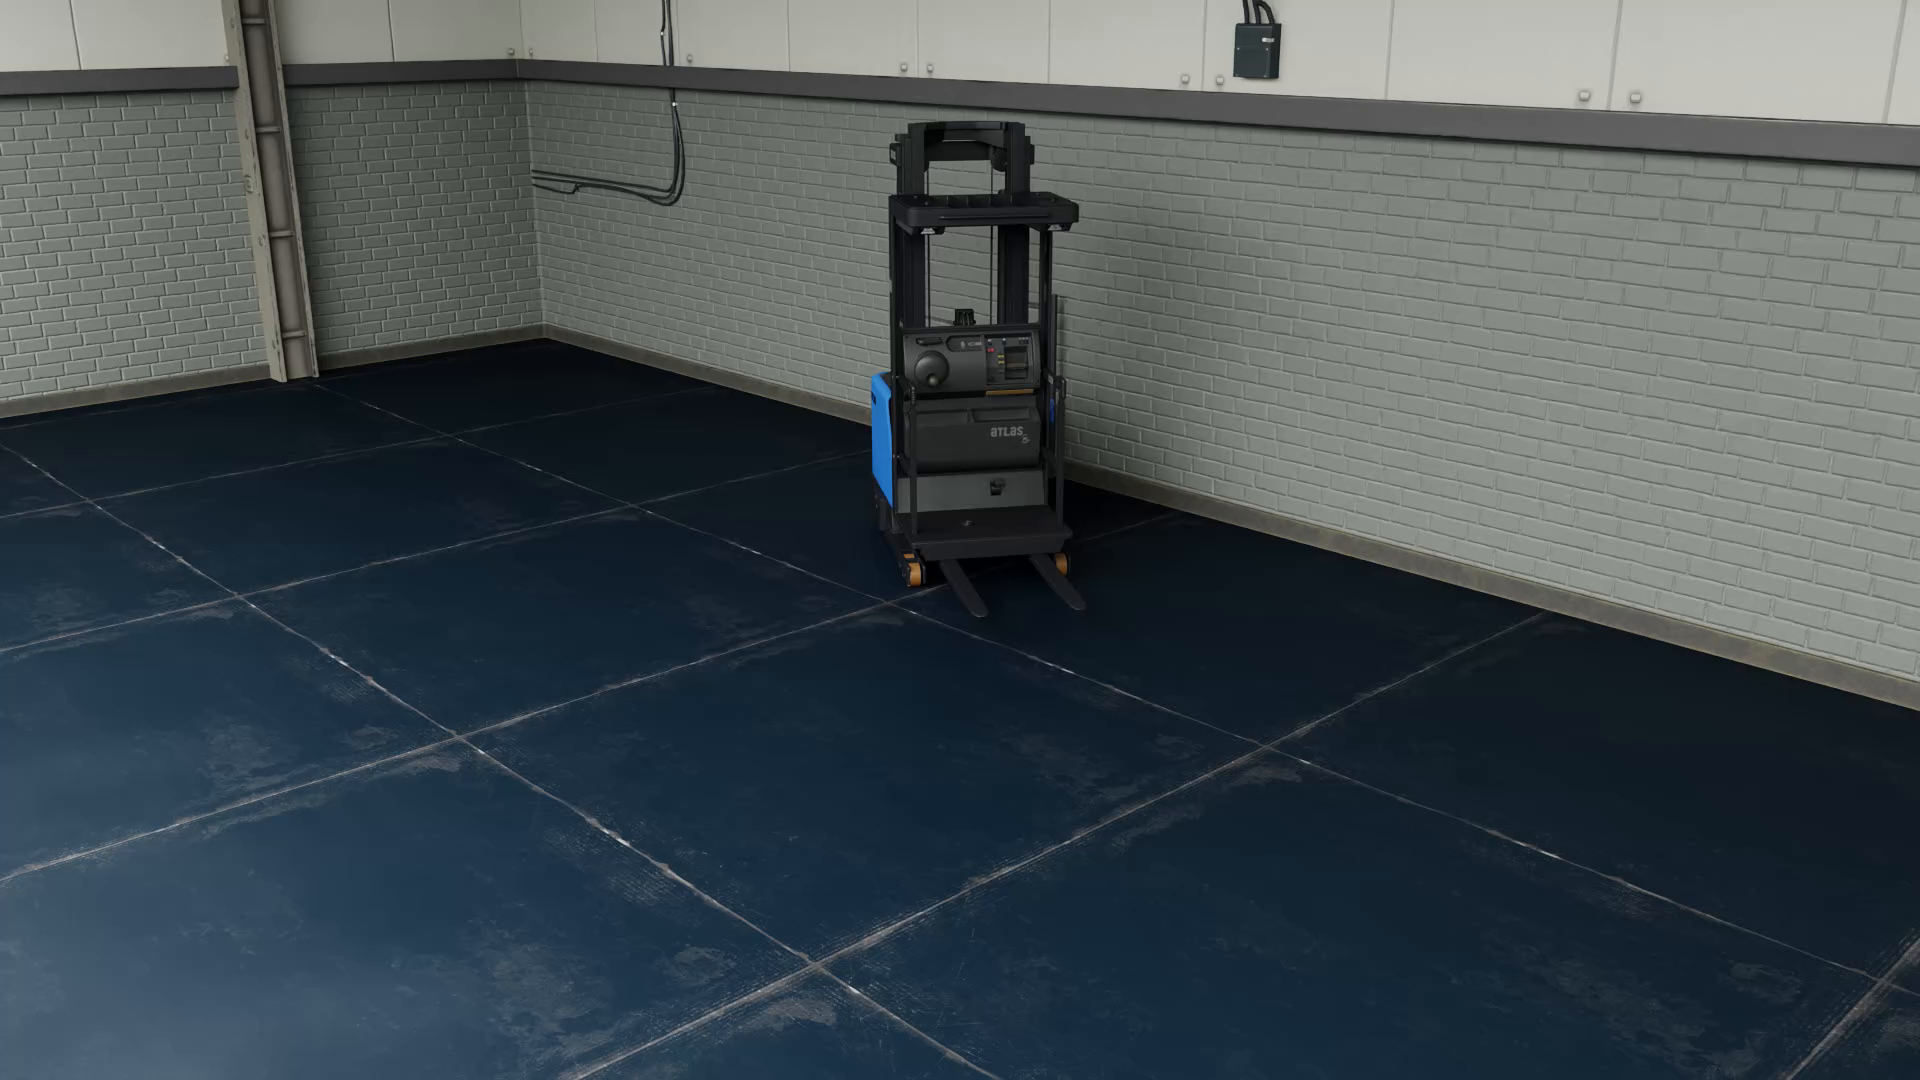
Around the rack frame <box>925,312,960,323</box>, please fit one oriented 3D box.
[{"bbox_3d":[-0.167,-1.063,12.833,0.032,1.500,0.500,-15,24,-39],"label":"rack frame"}]

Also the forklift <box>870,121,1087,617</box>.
[{"bbox_3d":[0.125,-1.206,10.953,1.130,2.935,3.031,-4,18,-11],"label":"forklift"}]

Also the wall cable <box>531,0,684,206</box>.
[{"bbox_3d":[-3.821,-4.815,17.279,0.112,2.526,3.097,-16,24,-41],"label":"wall cable"}]

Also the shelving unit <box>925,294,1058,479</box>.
[{"bbox_3d":[0.212,-1.168,13.156,1.048,1.500,0.538,-15,24,-39],"label":"shelving unit"}]

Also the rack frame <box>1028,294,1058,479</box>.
[{"bbox_3d":[0.590,-1.273,13.479,0.032,1.500,0.500,-15,24,-39],"label":"rack frame"}]

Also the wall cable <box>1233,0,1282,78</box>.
[{"bbox_3d":[2.689,-5.779,9.704,0.169,6.003,2.305,-16,24,-41],"label":"wall cable"}]

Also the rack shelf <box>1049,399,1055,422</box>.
[{"bbox_3d":[0.212,-0.997,13.211,1.000,0.185,0.538,-15,24,-39],"label":"rack shelf"}]

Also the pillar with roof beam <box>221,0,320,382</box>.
[{"bbox_3d":[-3.913,-4.999,12.813,0.400,9.000,9.100,-16,24,-41],"label":"pillar with roof beam"}]
